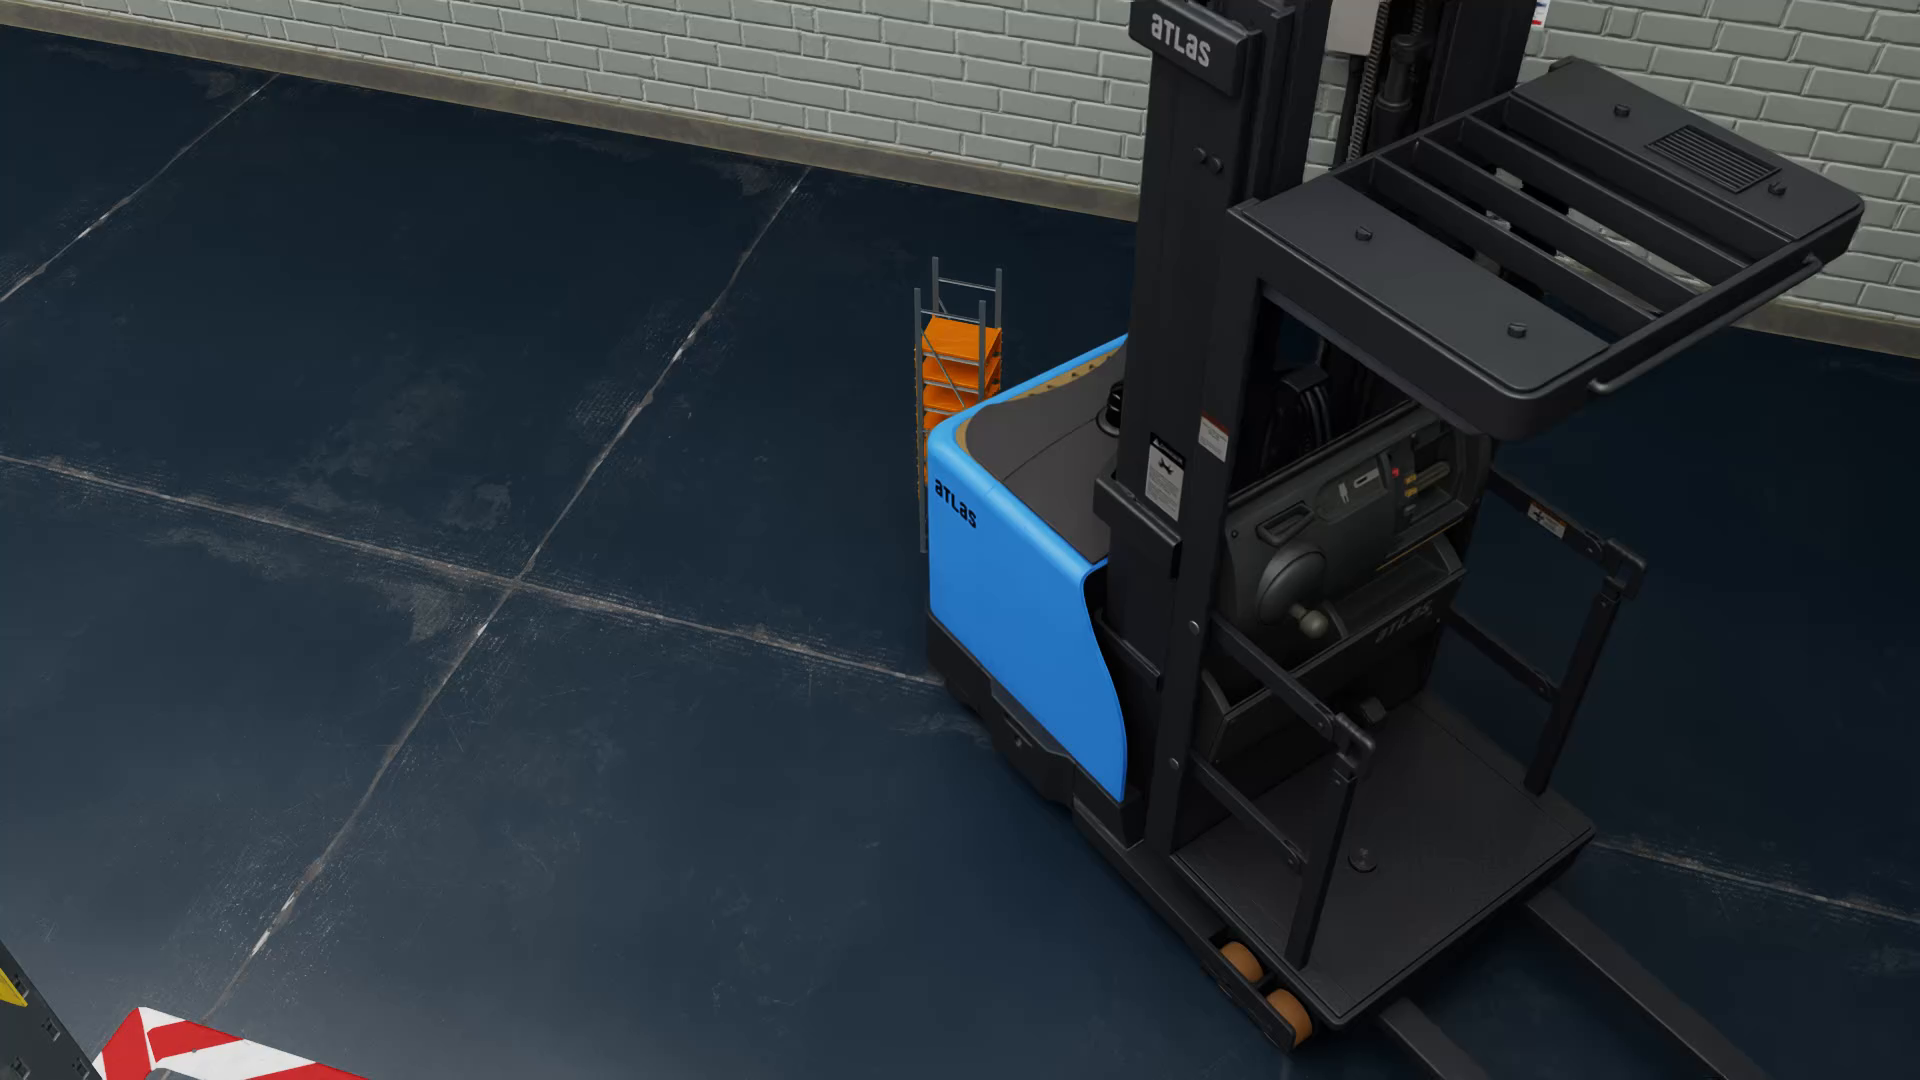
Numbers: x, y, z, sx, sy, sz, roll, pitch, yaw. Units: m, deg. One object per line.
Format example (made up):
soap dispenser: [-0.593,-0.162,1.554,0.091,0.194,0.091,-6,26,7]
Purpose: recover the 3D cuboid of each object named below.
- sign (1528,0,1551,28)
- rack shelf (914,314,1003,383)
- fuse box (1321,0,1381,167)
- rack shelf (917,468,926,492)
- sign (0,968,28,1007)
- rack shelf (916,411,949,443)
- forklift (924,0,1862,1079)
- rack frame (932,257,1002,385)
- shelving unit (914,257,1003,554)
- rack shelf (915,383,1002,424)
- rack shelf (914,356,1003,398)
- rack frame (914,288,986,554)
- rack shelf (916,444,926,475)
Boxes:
sign: [2.160,-2.245,6.467,0.329,0.494,0.001,13,46,13]
rack shelf: [-0.004,-0.645,5.600,0.258,0.103,0.180,13,46,12]
fuse box: [1.627,-1.785,6.850,0.539,1.711,0.414,13,46,13]
rack shelf: [-0.004,-0.216,6.019,0.258,0.103,0.180,13,46,12]
sign: [-1.504,0.602,2.493,0.100,0.325,0.005,13,46,13]
rack shelf: [-0.004,-0.387,5.852,0.258,0.103,0.180,13,46,12]
forklift: [1.155,0.005,4.149,1.130,2.935,3.031,-27,51,-25]
rack frame: [0.023,-0.480,5.883,0.240,1.200,0.006,13,46,12]
shelving unit: [-0.004,-0.419,5.821,0.258,1.200,0.189,13,46,12]
rack shelf: [-0.004,-0.473,5.768,0.258,0.103,0.180,13,46,12]
rack shelf: [-0.004,-0.559,5.684,0.258,0.103,0.180,13,46,12]
rack frame: [-0.032,-0.358,5.758,0.240,1.200,0.006,13,46,12]
rack shelf: [-0.004,-0.302,5.936,0.258,0.103,0.180,13,46,12]
